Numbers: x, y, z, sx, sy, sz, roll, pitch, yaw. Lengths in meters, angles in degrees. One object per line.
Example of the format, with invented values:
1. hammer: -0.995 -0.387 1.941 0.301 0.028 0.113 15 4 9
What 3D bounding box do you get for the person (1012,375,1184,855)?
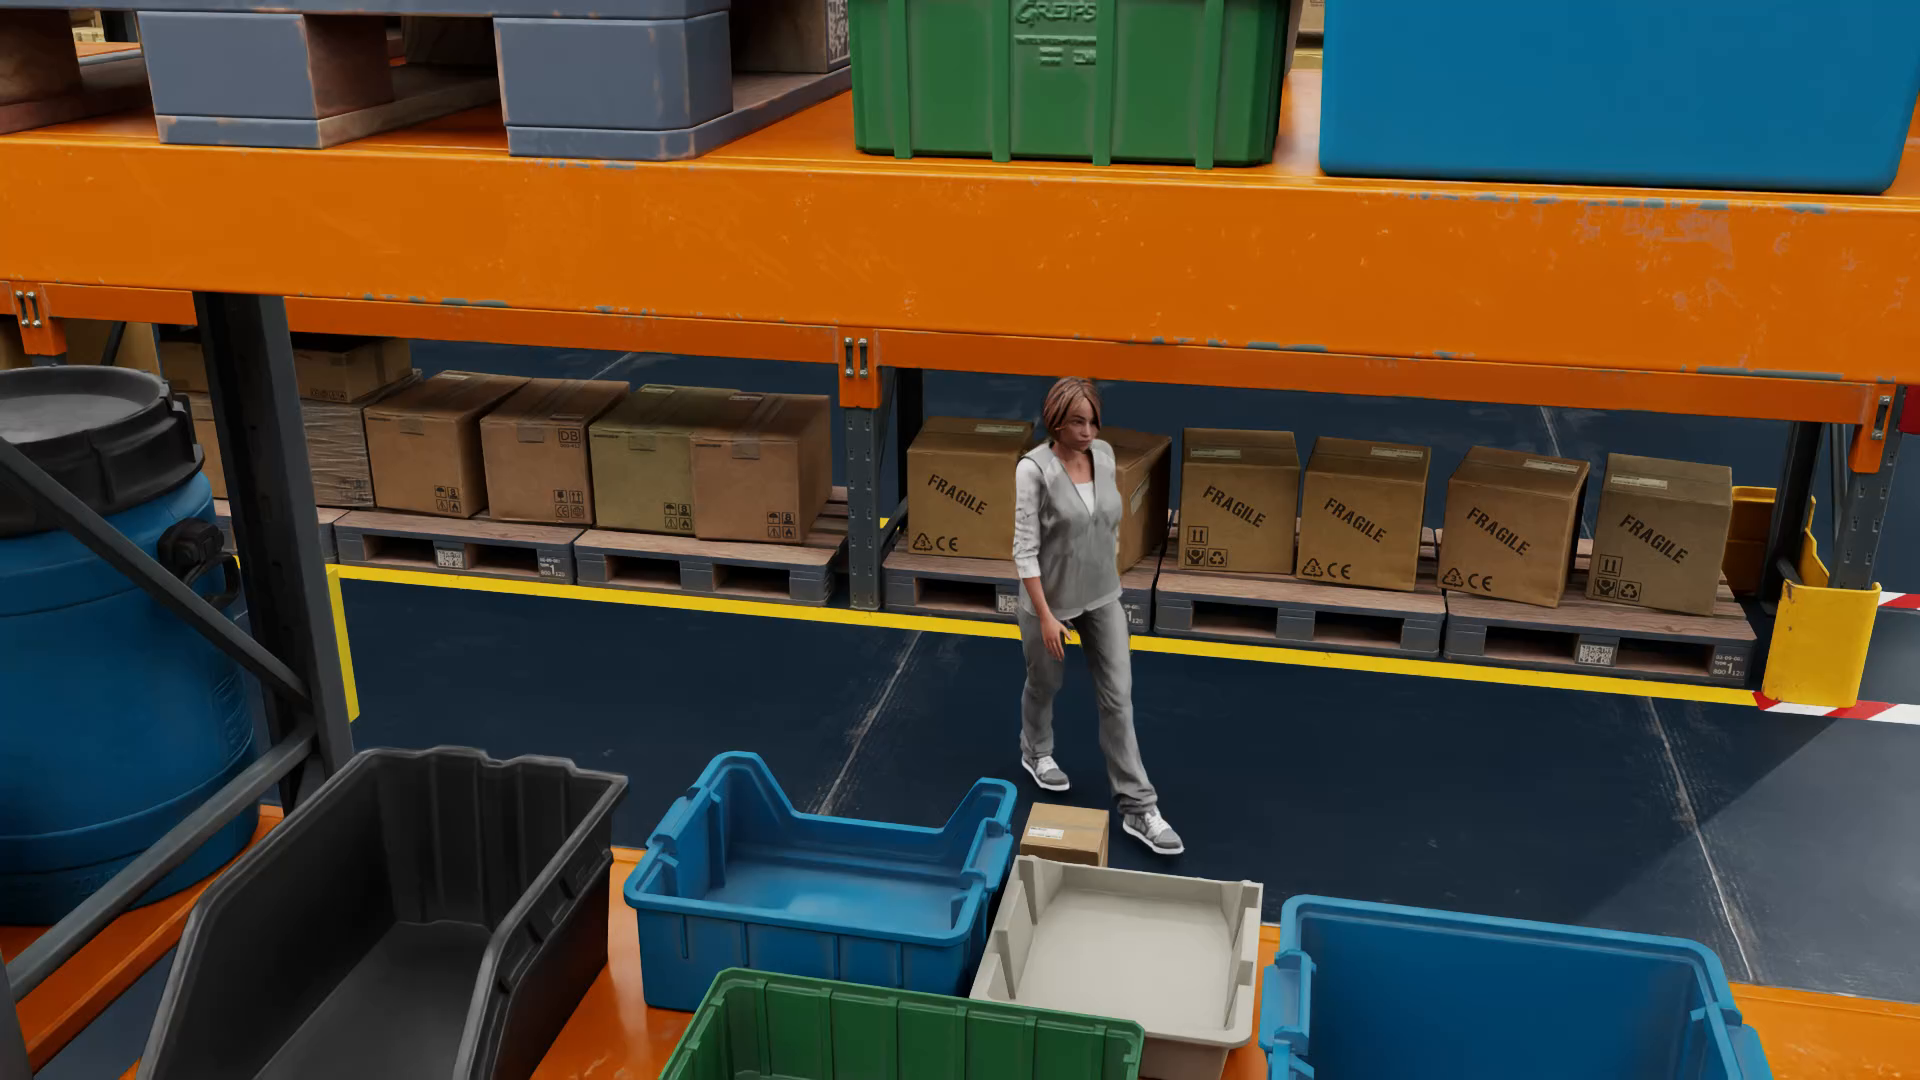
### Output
1. person: -11.703 -3.099 7.875 25.043 5.977 15.927 -8 23 -19
